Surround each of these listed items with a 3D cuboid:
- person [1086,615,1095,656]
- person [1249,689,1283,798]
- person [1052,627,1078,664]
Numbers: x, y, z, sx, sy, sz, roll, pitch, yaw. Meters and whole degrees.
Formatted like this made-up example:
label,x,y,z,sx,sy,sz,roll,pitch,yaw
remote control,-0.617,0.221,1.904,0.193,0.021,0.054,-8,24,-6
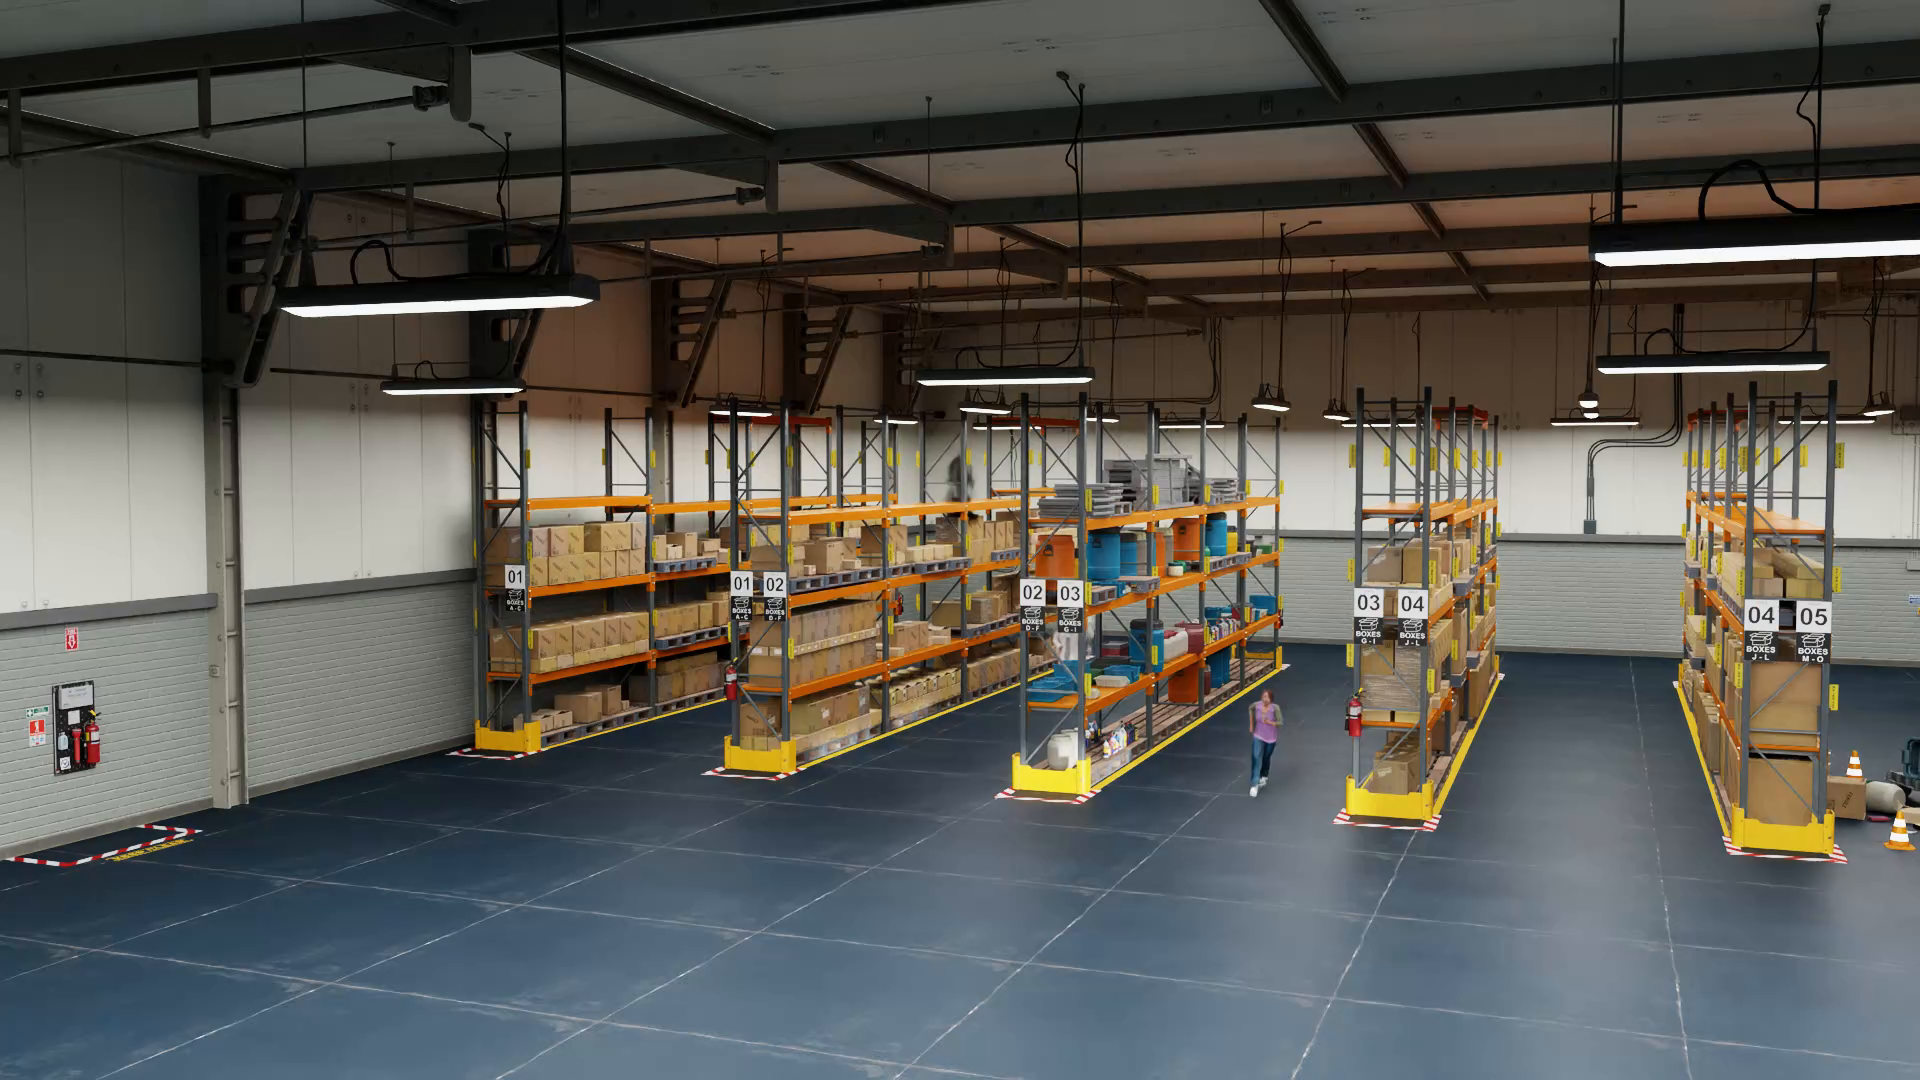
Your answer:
label,x,y,z,sx,sy,sz,roll,pitch,yaw
person,3.256,2.137,42.419,0.677,1.712,0.601,2,4,40
person,4.578,3.012,24.883,0.538,1.606,0.820,1,3,16
person,2.282,2.427,35.057,0.690,1.733,0.716,1,3,12
